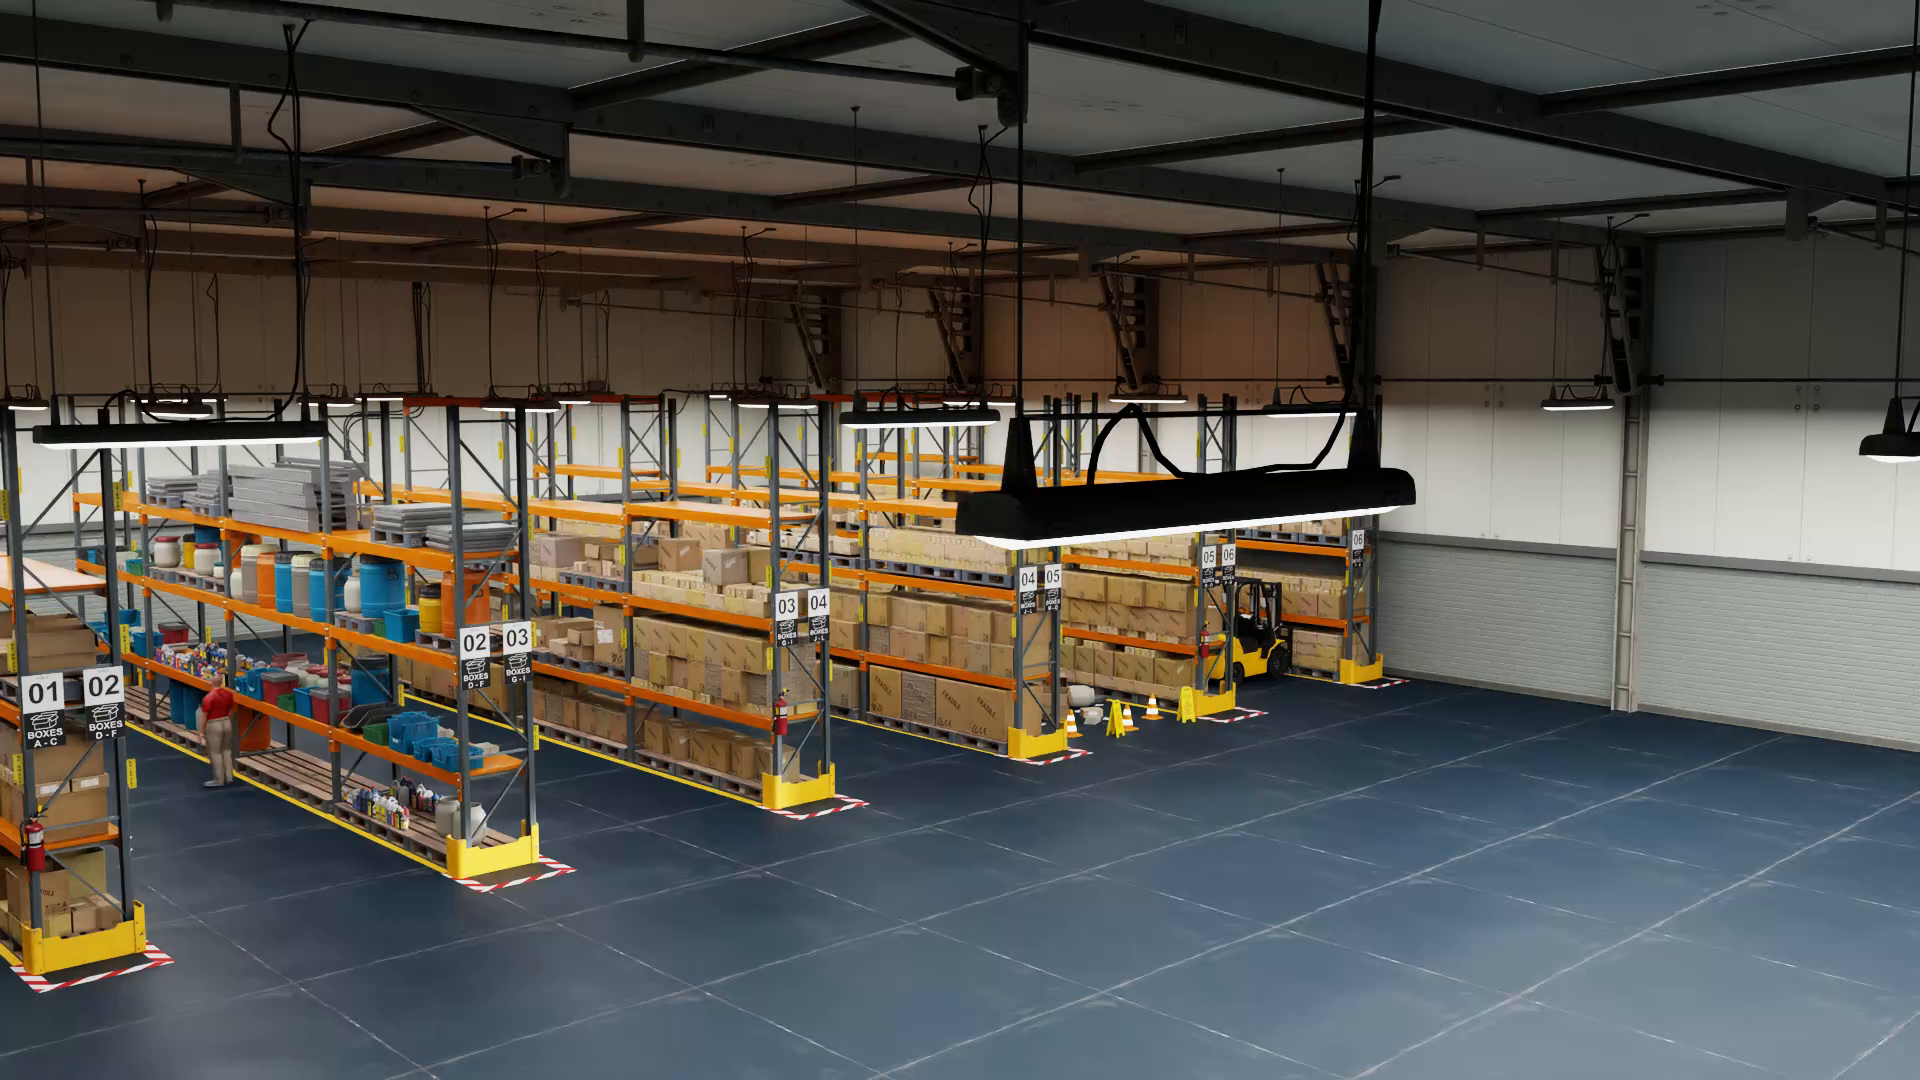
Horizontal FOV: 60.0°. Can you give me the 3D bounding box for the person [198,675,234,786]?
[{"bbox_3d":[-11.596,3.025,25.904,0.392,1.675,0.634,2,6,22],"label":"person"}]
